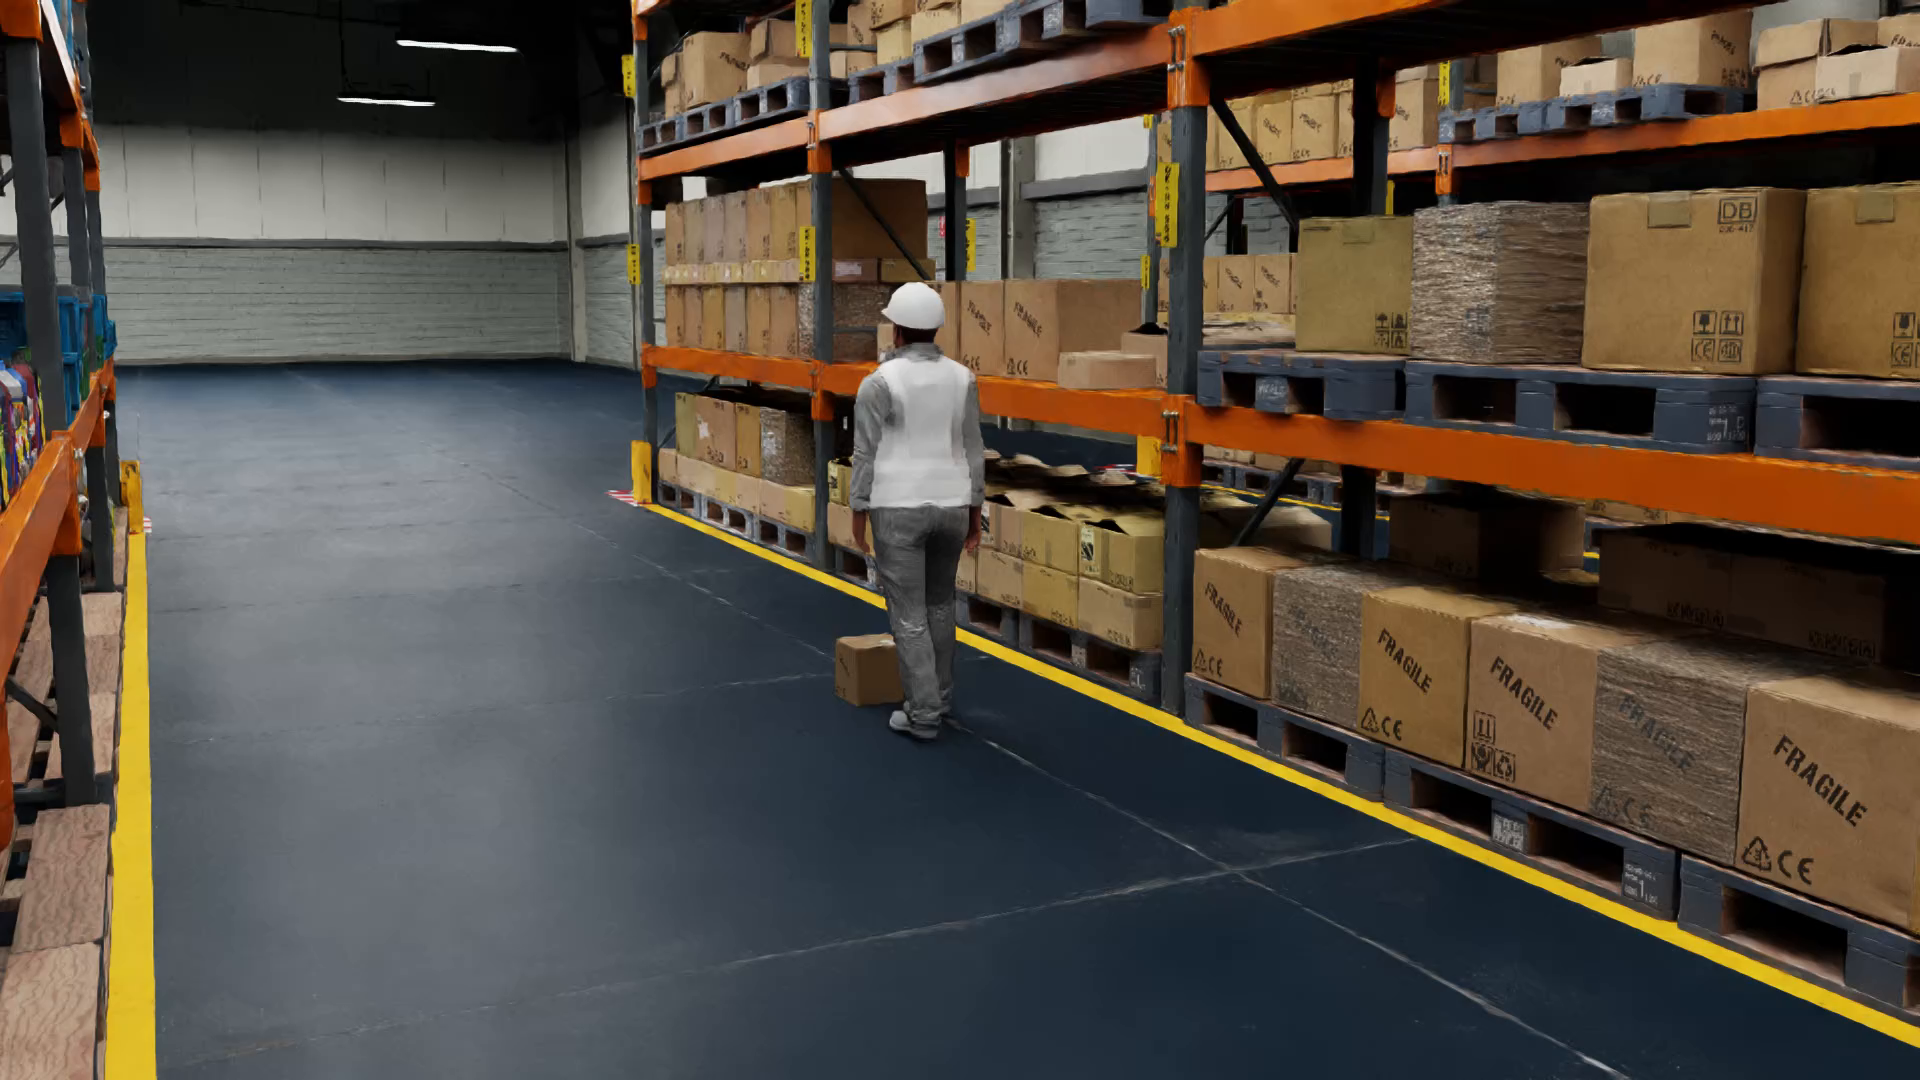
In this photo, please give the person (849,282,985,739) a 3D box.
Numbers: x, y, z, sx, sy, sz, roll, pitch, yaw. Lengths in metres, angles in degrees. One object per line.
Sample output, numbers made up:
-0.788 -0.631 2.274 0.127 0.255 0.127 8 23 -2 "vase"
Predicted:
-0.212 -0.134 6.613 0.540 1.765 0.608 -5 10 -30 "person"
